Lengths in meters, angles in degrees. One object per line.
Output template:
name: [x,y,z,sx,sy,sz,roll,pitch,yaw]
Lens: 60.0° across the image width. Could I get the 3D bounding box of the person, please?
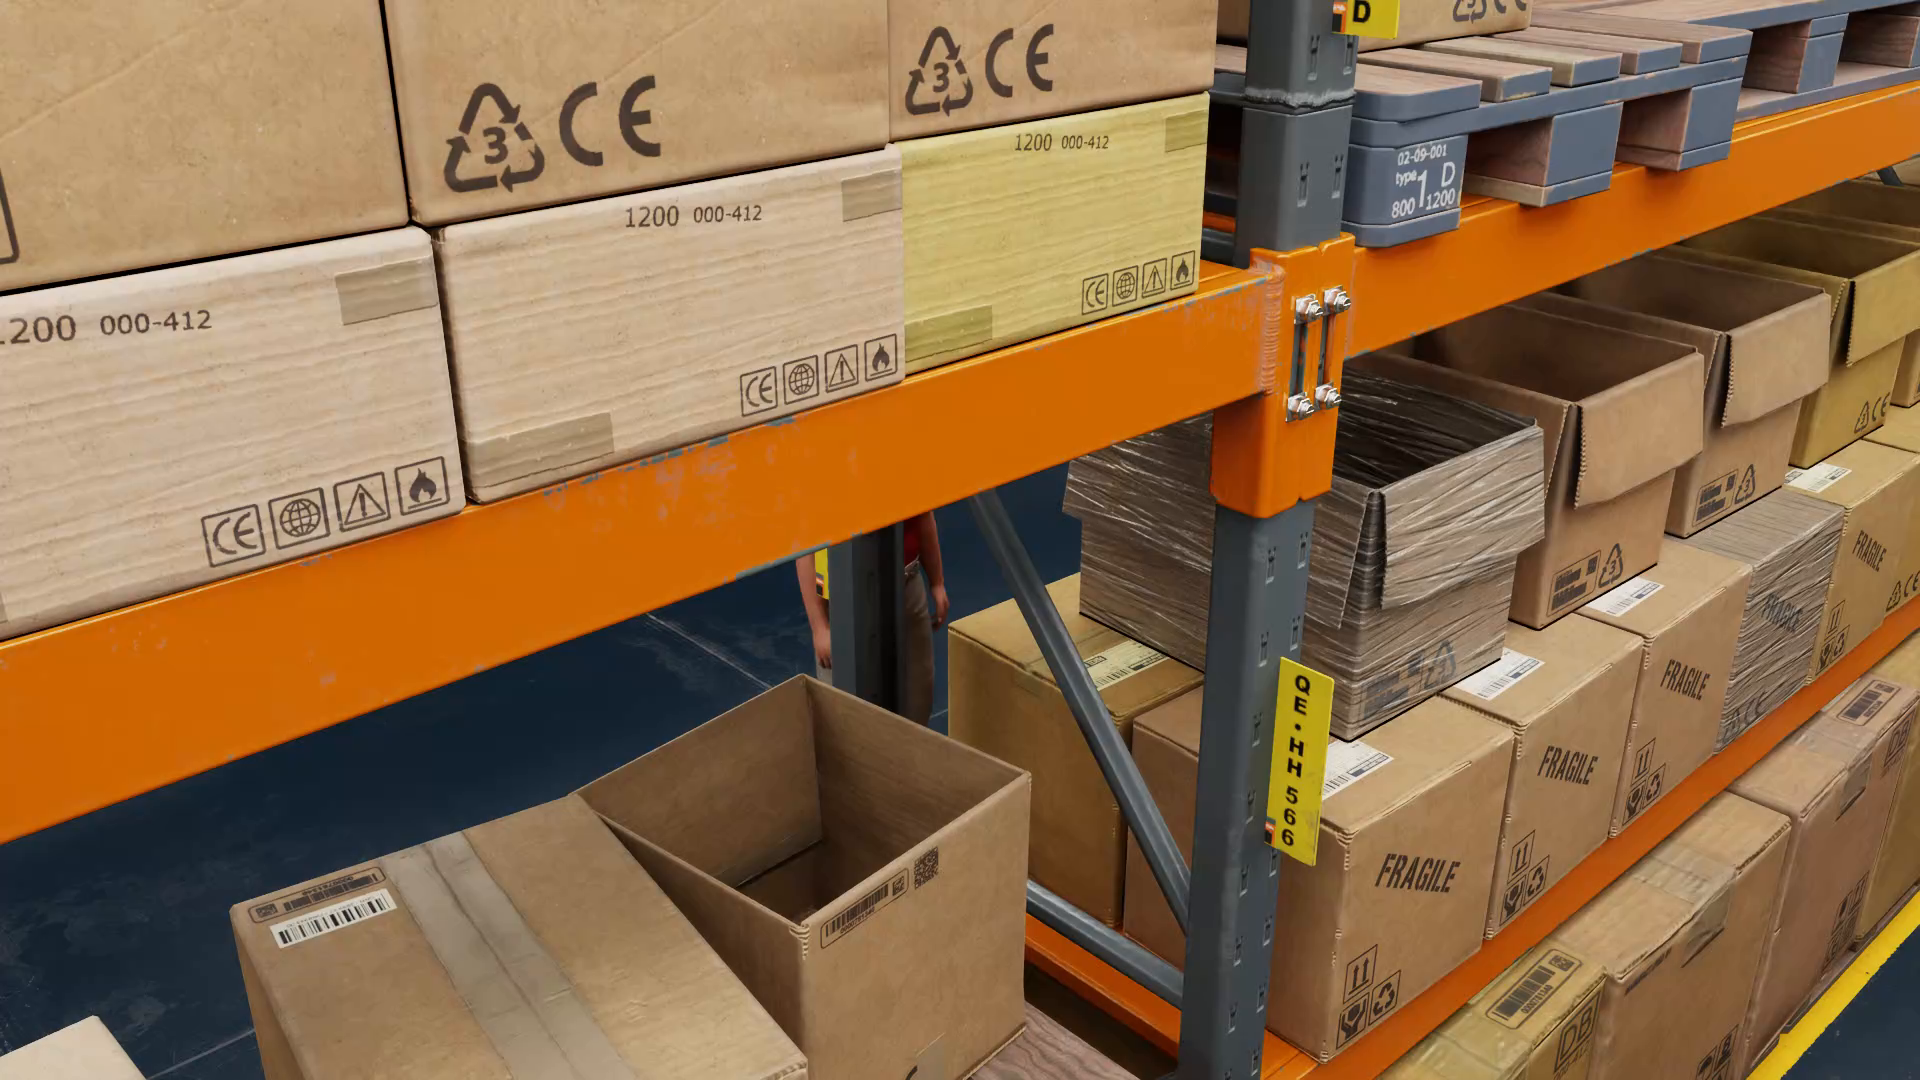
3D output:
person: [-0.280,0.229,5.608,0.585,1.727,0.387,-21,31,-38]
